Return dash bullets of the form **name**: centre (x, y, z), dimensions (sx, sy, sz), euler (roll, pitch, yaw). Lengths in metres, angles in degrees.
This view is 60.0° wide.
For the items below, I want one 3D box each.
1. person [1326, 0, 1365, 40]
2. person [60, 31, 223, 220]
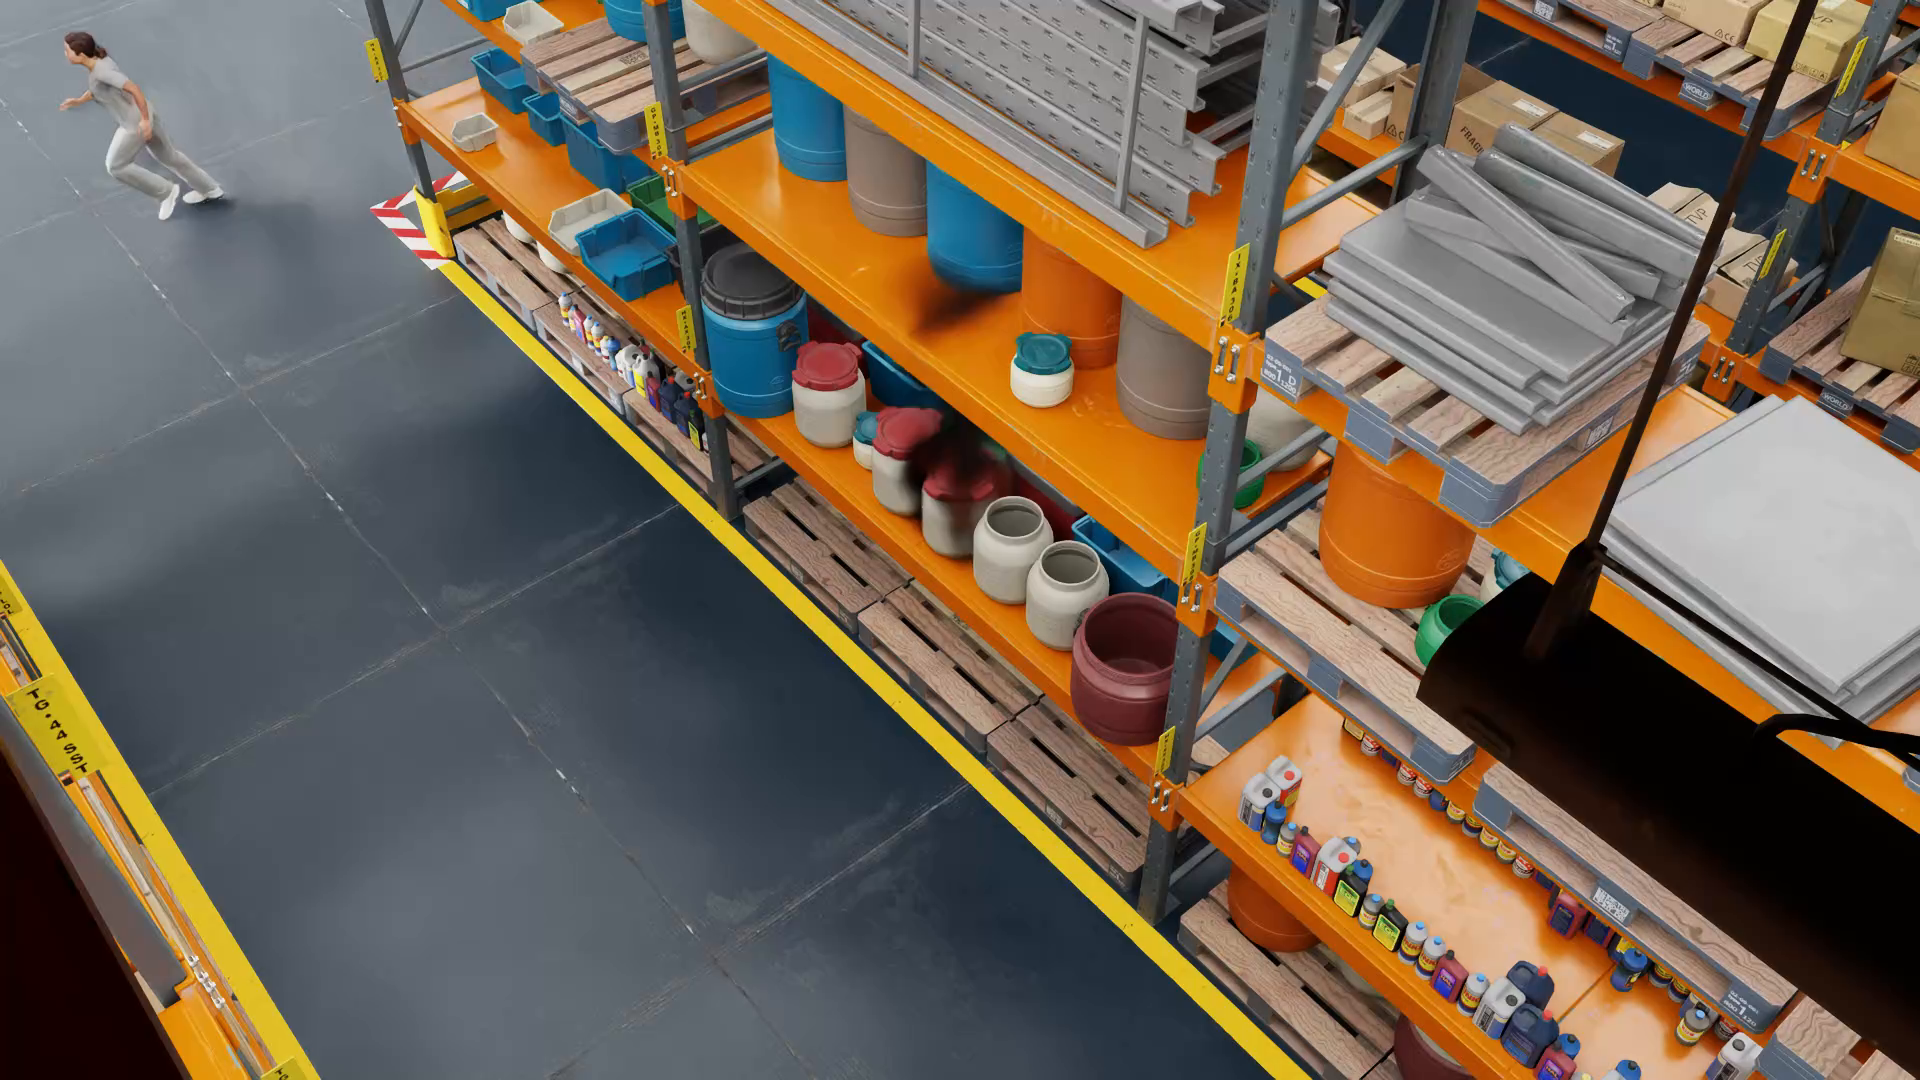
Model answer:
- **person**: centre (3.226, -5.020, 14.601), dimensions (0.782, 1.681, 0.654), euler (18, 49, 16)
- **person**: centre (-6.456, -3.247, 12.960), dimensions (0.894, 1.566, 0.552), euler (-14, 48, -13)
